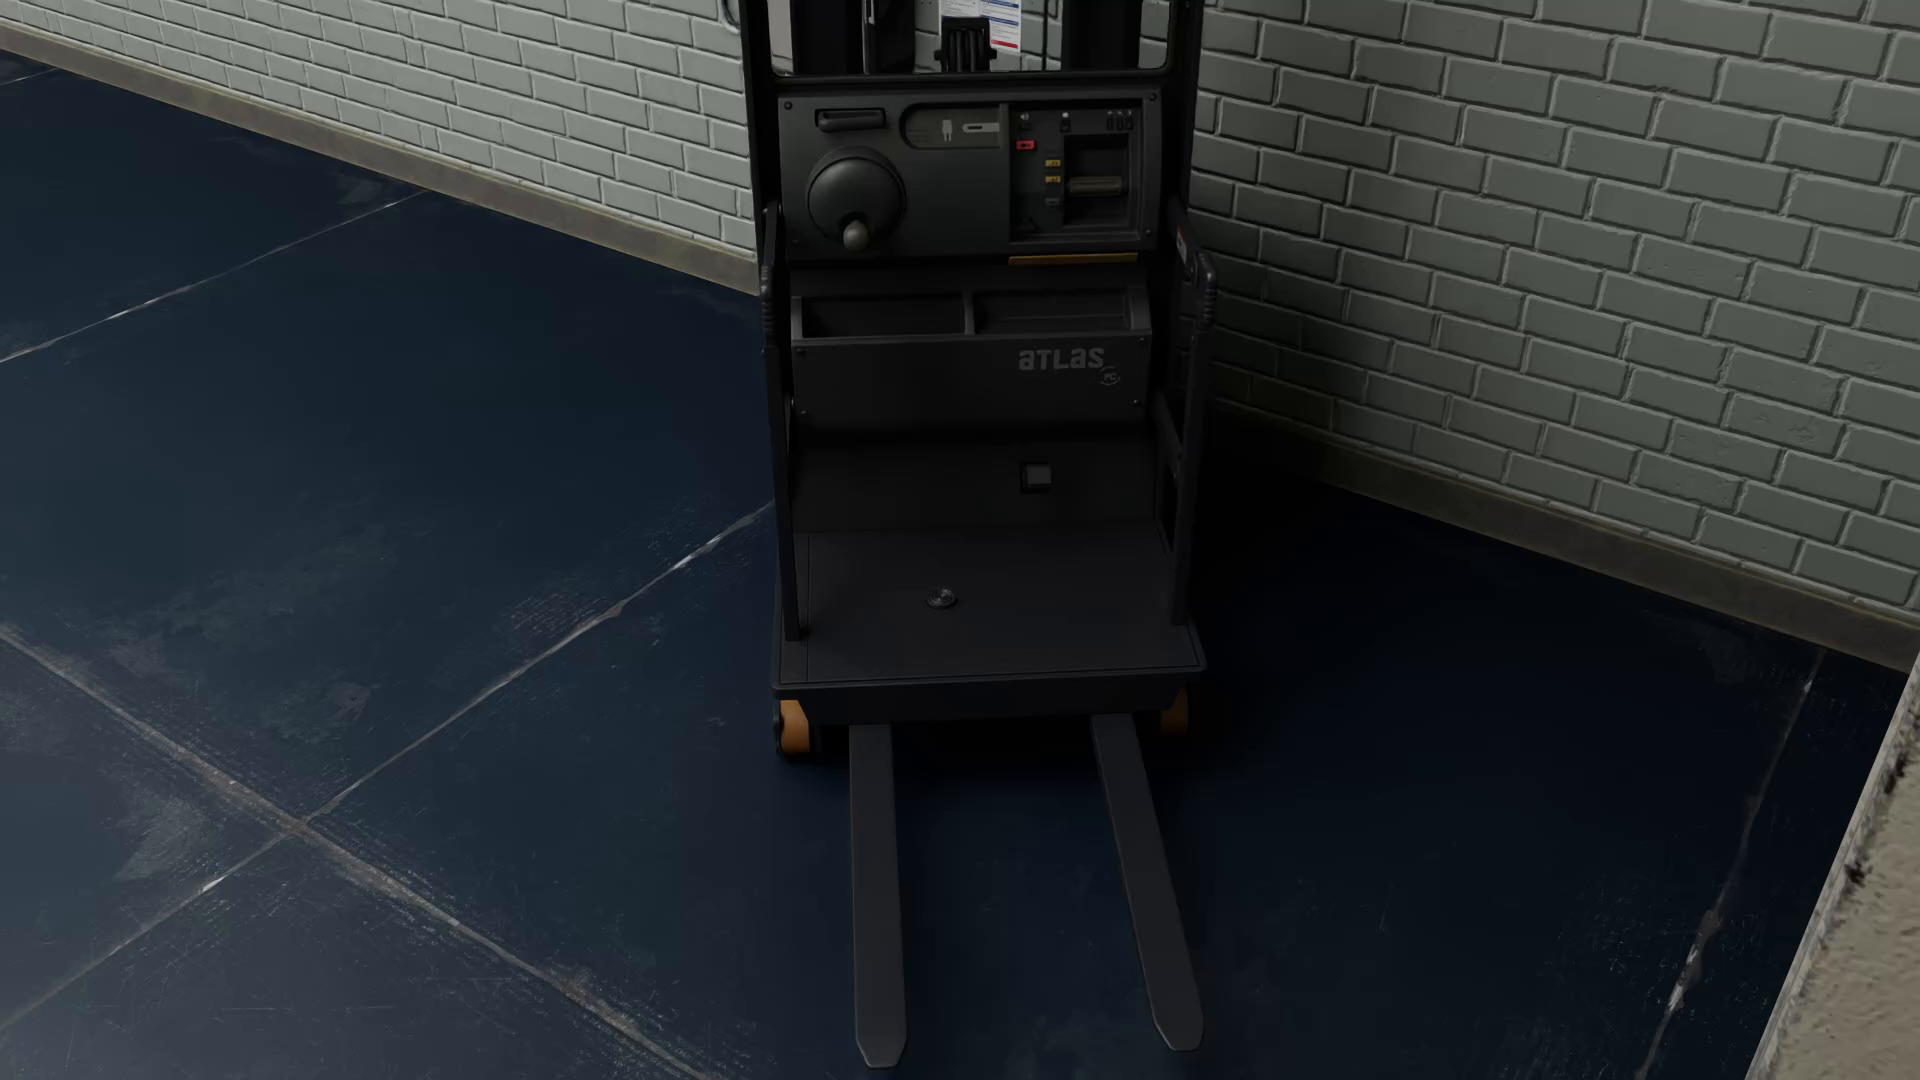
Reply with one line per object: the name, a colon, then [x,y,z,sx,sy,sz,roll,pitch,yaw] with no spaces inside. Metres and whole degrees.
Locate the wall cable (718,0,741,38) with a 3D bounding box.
wall cable: [-0.932,-2.674,5.619,0.588,1.984,0.122,21,39,28]

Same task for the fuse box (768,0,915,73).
fuse box: [-0.461,-1.429,5.835,0.539,1.711,0.414,21,39,28]

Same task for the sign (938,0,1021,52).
sign: [0.063,-1.861,5.408,0.329,0.494,0.001,21,39,28]

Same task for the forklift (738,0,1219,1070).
forklift: [0.046,-0.840,3.875,1.130,2.935,3.031,-2,34,-3]
